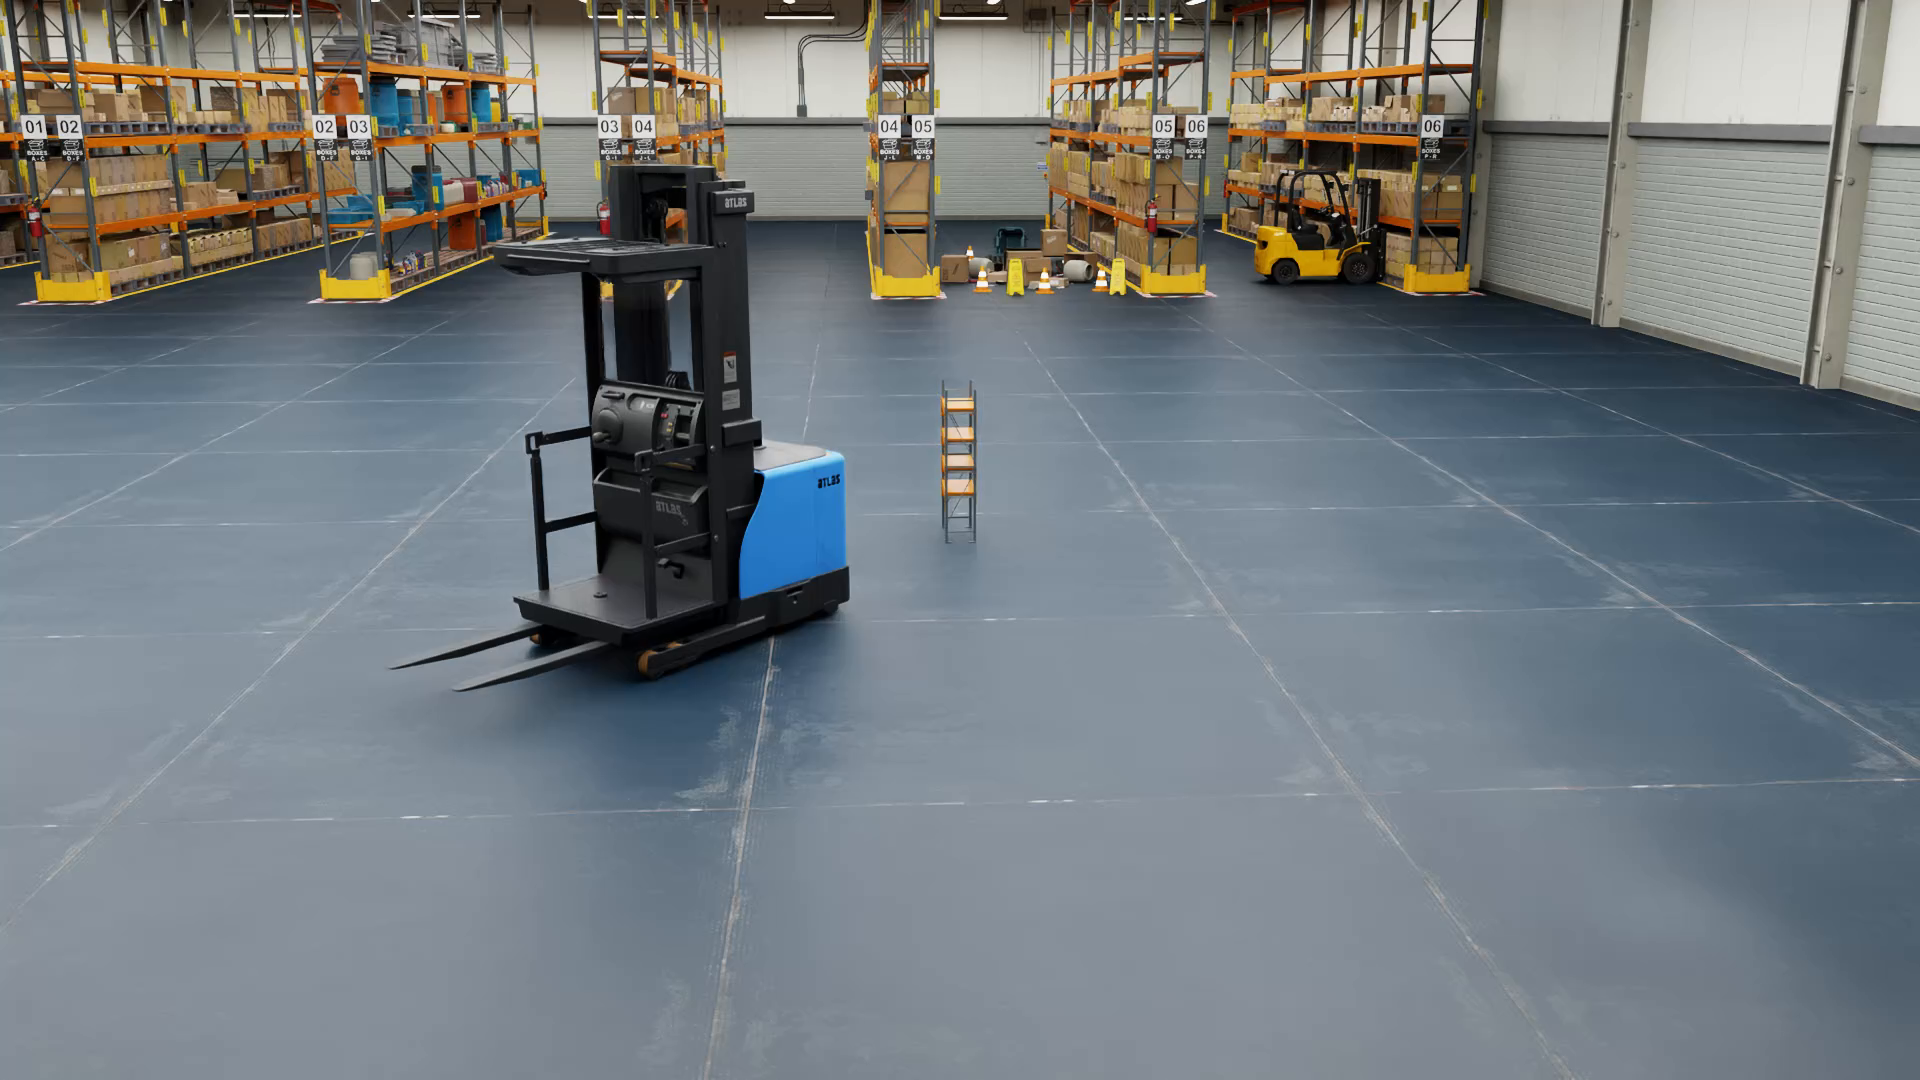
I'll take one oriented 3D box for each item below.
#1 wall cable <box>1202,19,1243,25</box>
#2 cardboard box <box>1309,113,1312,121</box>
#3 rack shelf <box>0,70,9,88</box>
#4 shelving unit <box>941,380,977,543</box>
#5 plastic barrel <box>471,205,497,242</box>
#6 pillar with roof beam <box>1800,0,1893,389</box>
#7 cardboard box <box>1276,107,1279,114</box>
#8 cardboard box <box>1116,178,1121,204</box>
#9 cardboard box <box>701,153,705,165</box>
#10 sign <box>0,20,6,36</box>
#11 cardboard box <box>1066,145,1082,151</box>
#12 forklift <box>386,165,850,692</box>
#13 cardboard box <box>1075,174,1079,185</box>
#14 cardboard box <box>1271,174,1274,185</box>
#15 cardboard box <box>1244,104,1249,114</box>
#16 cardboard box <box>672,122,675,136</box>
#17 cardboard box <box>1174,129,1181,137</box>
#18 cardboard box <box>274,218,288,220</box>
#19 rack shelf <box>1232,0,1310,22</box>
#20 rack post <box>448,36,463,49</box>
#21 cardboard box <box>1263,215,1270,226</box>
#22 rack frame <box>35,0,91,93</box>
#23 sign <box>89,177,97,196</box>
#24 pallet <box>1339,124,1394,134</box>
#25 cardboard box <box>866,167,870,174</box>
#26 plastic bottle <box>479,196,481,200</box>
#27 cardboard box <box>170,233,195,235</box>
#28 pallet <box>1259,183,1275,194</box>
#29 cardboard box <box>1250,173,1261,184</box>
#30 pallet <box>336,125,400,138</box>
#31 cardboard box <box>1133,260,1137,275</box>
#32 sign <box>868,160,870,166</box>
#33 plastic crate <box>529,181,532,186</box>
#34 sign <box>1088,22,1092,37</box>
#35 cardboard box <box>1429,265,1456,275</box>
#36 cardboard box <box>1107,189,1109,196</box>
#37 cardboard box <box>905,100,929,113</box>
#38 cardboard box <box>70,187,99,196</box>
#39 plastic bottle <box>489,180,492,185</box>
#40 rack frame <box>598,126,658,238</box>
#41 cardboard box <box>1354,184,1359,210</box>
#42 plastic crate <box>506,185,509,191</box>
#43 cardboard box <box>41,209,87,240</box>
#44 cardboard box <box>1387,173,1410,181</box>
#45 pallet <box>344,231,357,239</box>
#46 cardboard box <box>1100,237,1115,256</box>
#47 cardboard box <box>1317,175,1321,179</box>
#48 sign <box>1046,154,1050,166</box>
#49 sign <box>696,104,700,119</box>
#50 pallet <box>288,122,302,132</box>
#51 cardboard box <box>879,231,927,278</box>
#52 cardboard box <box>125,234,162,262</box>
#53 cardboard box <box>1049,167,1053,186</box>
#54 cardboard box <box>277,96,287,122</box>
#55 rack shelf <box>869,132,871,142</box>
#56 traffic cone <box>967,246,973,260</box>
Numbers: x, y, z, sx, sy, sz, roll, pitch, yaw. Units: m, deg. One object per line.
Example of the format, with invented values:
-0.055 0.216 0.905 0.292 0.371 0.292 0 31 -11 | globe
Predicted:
8.862 -17.133 50.396 2.988 3.039 0.133 -1 14 -3 | wall cable
8.148 -9.621 37.807 0.380 0.166 0.250 -1 14 -4 | cardboard box
-21.123 -9.527 34.243 1.077 0.370 4.000 -1 14 -3 | rack shelf
-0.010 -0.622 13.037 0.258 1.200 0.503 -1 14 -3 | shelving unit
-11.546 -7.685 40.243 0.600 0.901 0.708 -1 14 -3 | plastic barrel
6.228 -6.174 18.961 9.100 9.000 0.400 -1 14 -3 | pillar with roof beam
7.911 -10.443 40.437 0.380 0.149 0.250 -1 14 -3 | cardboard box
3.473 -7.128 33.912 0.500 0.500 0.500 -1 14 -4 | cardboard box
-6.584 -9.090 40.124 0.797 0.503 0.637 -1 14 -3 | cardboard box
-20.706 -11.068 35.952 0.100 0.325 0.005 -1 14 -3 | sign
2.891 -9.957 42.197 0.380 0.149 0.250 -1 14 -5 | cardboard box
-2.043 -0.738 10.013 1.130 2.935 3.031 11 18 36 | forklift
3.072 -8.714 40.170 0.500 0.250 0.500 -1 14 -5 | cardboard box
7.885 -8.903 41.037 0.396 0.266 0.258 0 14 -1 | cardboard box
7.810 -11.385 43.936 0.500 0.250 0.500 0 14 -2 | cardboard box
-5.857 -8.037 32.524 0.500 0.250 0.500 -1 14 -2 | cardboard box
4.169 -7.537 30.784 0.380 0.149 0.250 -1 14 -5 | cardboard box
-16.764 -7.612 40.726 0.500 0.500 0.500 -2 15 -6 | cardboard box
8.058 -13.780 43.299 1.077 0.370 4.000 -1 14 -3 | rack shelf
-11.505 -11.162 37.314 0.624 0.289 0.986 -1 14 -3 | rack post
7.987 -7.985 42.216 0.500 0.500 0.500 0 14 -1 | cardboard box
-21.495 -11.562 39.903 1.000 3.000 0.127 -1 14 -3 | rack frame
-15.253 -6.214 29.262 0.100 0.325 0.005 -1 14 -3 | sign
8.610 -8.706 35.207 0.805 0.209 1.217 -1 15 -6 | pallet
-2.060 -8.880 39.989 0.380 0.149 0.250 0 14 -1 | cardboard box
-11.038 -7.953 38.151 0.061 0.283 0.133 -1 14 -3 | plastic bottle
-16.461 -6.362 35.284 0.500 0.311 0.500 -1 14 -4 | cardboard box
8.122 -8.823 41.683 1.003 0.211 1.213 -1 14 -3 | pallet
7.861 -9.435 43.381 0.500 0.250 0.500 -1 14 -3 | cardboard box
-10.817 -7.393 30.101 1.003 0.211 1.213 -1 14 -3 | pallet
3.629 -5.252 32.094 0.500 0.250 0.500 -1 14 -3 | cardboard box
-2.248 -9.346 41.594 0.100 0.325 0.005 -1 14 -3 | sign
-11.623 -9.505 44.359 0.396 0.136 0.243 -1 14 -3 | plastic crate
2.922 -11.469 37.350 0.100 0.325 0.005 -1 14 -3 | sign
9.090 -5.129 31.616 0.500 0.250 0.500 -1 14 -3 | cardboard box
3.346 -7.447 35.613 0.380 0.149 0.250 -1 14 -3 | cardboard box
-0.737 -7.853 30.168 0.500 0.250 0.500 -1 14 -4 | cardboard box
-15.617 -6.213 29.651 0.380 0.149 0.250 -1 14 -4 | cardboard box
-11.355 -8.514 40.195 0.144 0.351 0.185 -1 14 -3 | plastic bottle
-5.920 -5.901 29.943 1.000 3.000 0.127 -1 14 -3 | rack frame
8.444 -7.061 34.248 0.500 0.500 0.500 -1 14 -5 | cardboard box
-11.493 -8.829 41.729 0.396 0.136 0.243 -1 14 -3 | plastic crate
-21.267 -7.438 39.386 0.750 0.750 0.750 0 14 -2 | cardboard box
8.514 -7.040 32.270 0.380 0.149 0.250 -1 14 -2 | cardboard box
-16.743 -8.161 44.321 1.003 0.211 1.213 -1 14 -3 | pallet
3.596 -6.462 36.552 0.950 0.372 0.625 0 14 -2 | cardboard box
8.244 -8.206 37.396 0.380 0.149 0.250 -1 14 -3 | cardboard box
2.426 -10.484 45.858 0.100 0.325 0.005 -1 14 -3 | sign
-5.874 -9.602 37.268 0.100 0.325 0.005 -1 14 -3 | sign
-16.580 -9.932 39.966 1.213 0.211 1.003 -1 14 -3 | pallet
-1.071 -5.295 31.007 0.875 0.875 0.875 -1 14 -3 | cardboard box
-15.754 -5.618 32.013 0.500 0.500 0.500 -1 14 -3 | cardboard box
2.723 -9.958 45.509 0.500 0.500 0.500 -1 14 -4 | cardboard box
-16.593 -10.360 40.009 0.600 0.600 0.600 -2 15 -9 | cardboard box
-1.830 -10.539 43.391 1.077 0.370 4.000 -1 14 -3 | rack shelf
0.213 -6.076 35.712 0.336 0.463 0.334 -1 14 -3 | traffic cone
